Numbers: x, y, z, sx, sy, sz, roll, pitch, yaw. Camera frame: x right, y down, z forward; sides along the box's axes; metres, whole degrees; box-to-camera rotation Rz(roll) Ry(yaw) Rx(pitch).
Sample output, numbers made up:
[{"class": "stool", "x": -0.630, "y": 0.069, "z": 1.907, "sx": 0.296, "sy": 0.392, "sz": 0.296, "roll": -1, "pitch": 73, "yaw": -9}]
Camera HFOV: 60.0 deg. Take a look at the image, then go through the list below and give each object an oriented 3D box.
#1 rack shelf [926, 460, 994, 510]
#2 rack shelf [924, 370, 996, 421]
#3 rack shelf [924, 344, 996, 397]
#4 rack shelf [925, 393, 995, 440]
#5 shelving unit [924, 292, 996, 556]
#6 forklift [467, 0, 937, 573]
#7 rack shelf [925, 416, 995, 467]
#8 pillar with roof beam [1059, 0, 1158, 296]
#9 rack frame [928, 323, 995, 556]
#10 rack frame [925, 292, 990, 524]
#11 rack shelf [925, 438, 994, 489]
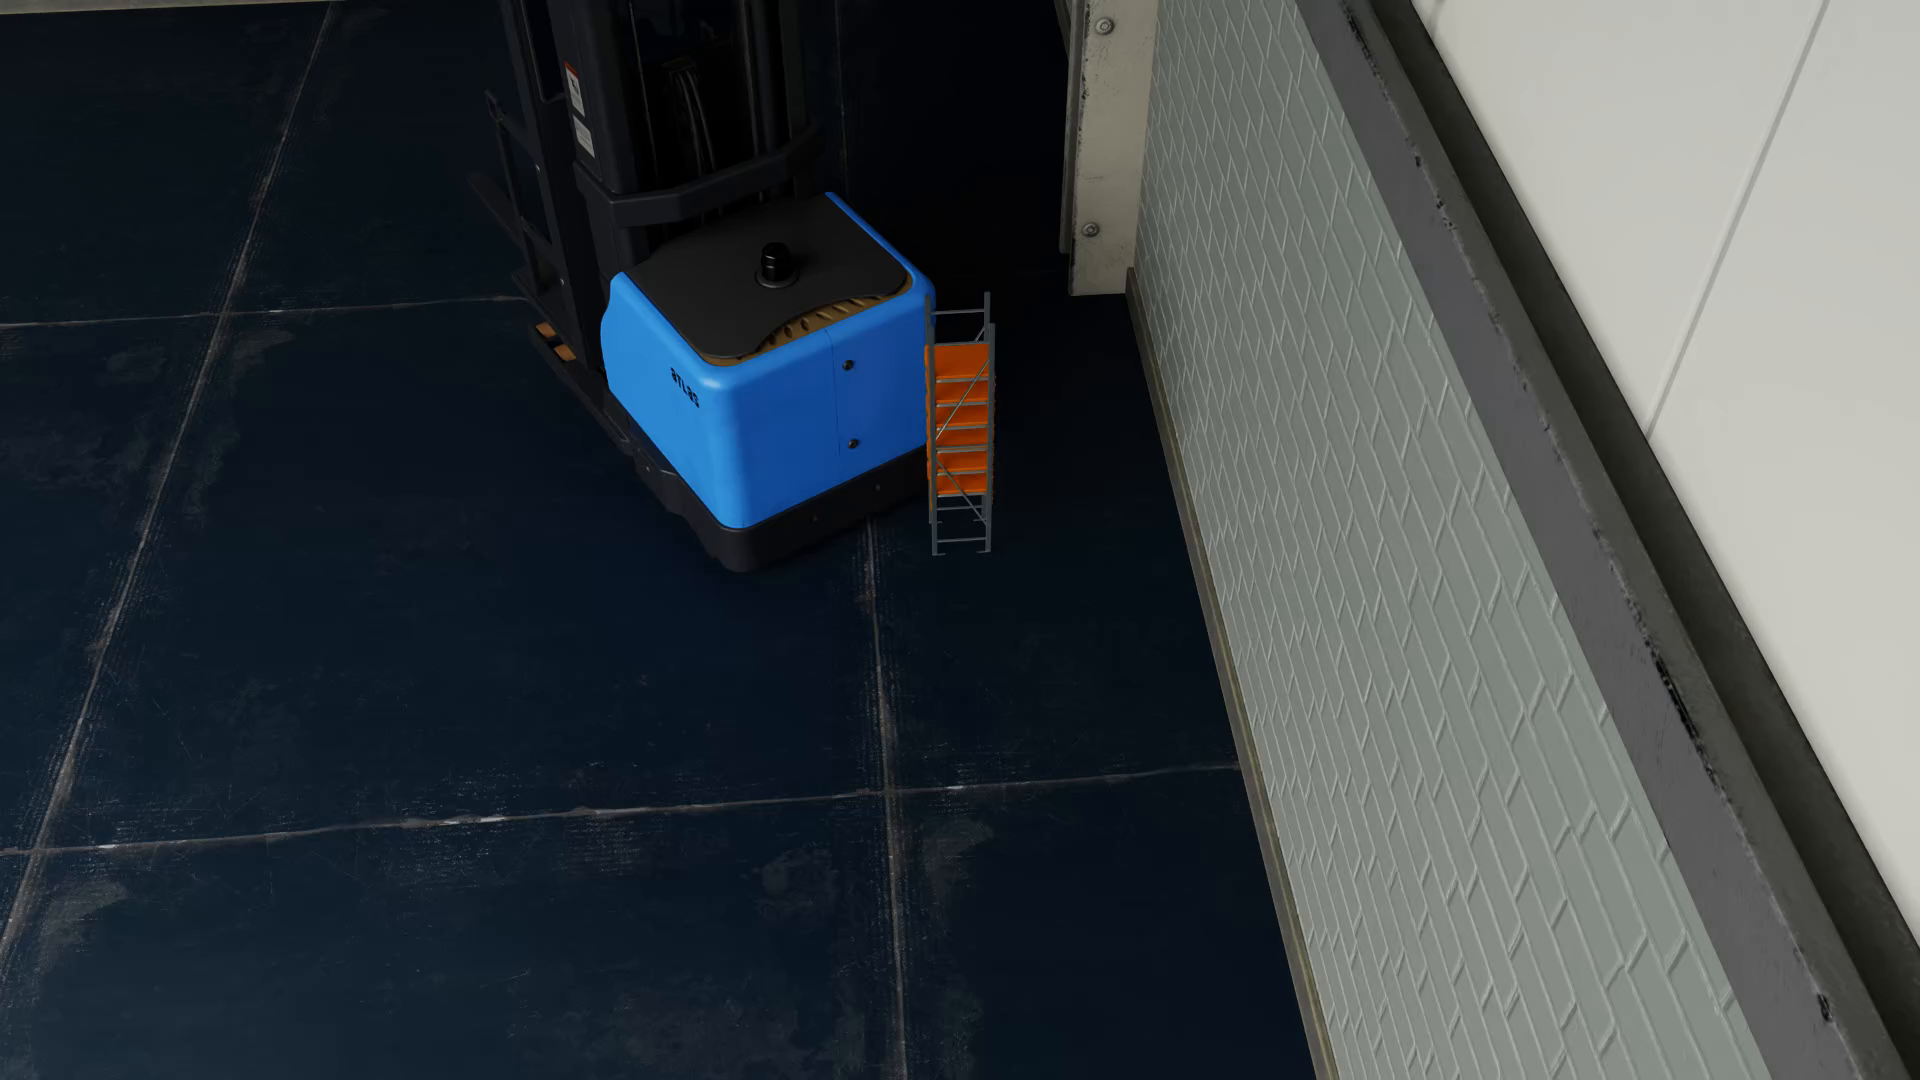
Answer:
[{"class": "rack shelf", "x": -0.001, "y": -0.227, "z": 6.667, "sx": 0.258, "sy": 0.103, "sz": 0.180, "roll": -3, "pitch": 47, "yaw": -3}, {"class": "rack shelf", "x": -0.001, "y": -0.558, "z": 6.319, "sx": 0.258, "sy": 0.103, "sz": 0.180, "roll": -3, "pitch": 47, "yaw": -3}, {"class": "rack shelf", "x": -0.001, "y": -0.640, "z": 6.232, "sx": 0.258, "sy": 0.103, "sz": 0.180, "roll": -3, "pitch": 47, "yaw": -3}, {"class": "rack shelf", "x": -0.001, "y": -0.475, "z": 6.406, "sx": 0.258, "sy": 0.103, "sz": 0.180, "roll": -3, "pitch": 47, "yaw": -3}, {"class": "shelving unit", "x": -0.001, "y": -0.423, "z": 6.461, "sx": 0.258, "sy": 1.200, "sz": 0.189, "roll": -3, "pitch": 47, "yaw": -3}, {"class": "forklift", "x": -1.328, "y": -1.917, "z": 6.683, "sx": 1.130, "sy": 2.935, "sz": 3.031, "roll": -27, "pitch": 52, "yaw": -23}, {"class": "rack shelf", "x": -0.001, "y": -0.392, "z": 6.493, "sx": 0.258, "sy": 0.103, "sz": 0.180, "roll": -3, "pitch": 47, "yaw": -3}, {"class": "pillar with roof beam", "x": -3.627, "y": -4.161, "z": 4.629, "sx": 9.100, "sy": 9.000, "sz": 0.400, "roll": -3, "pitch": 47, "yaw": -3}, {"class": "rack frame", "x": 0.006, "y": -0.357, "z": 6.398, "sx": 0.240, "sy": 1.200, "sz": 0.006, "roll": -3, "pitch": 47, "yaw": -3}, {"class": "rack frame", "x": -0.009, "y": -0.489, "z": 6.523, "sx": 0.240, "sy": 1.200, "sz": 0.006, "roll": -3, "pitch": 47, "yaw": -3}, {"class": "rack shelf", "x": -0.001, "y": -0.310, "z": 6.580, "sx": 0.258, "sy": 0.103, "sz": 0.180, "roll": -3, "pitch": 47, "yaw": -3}]
